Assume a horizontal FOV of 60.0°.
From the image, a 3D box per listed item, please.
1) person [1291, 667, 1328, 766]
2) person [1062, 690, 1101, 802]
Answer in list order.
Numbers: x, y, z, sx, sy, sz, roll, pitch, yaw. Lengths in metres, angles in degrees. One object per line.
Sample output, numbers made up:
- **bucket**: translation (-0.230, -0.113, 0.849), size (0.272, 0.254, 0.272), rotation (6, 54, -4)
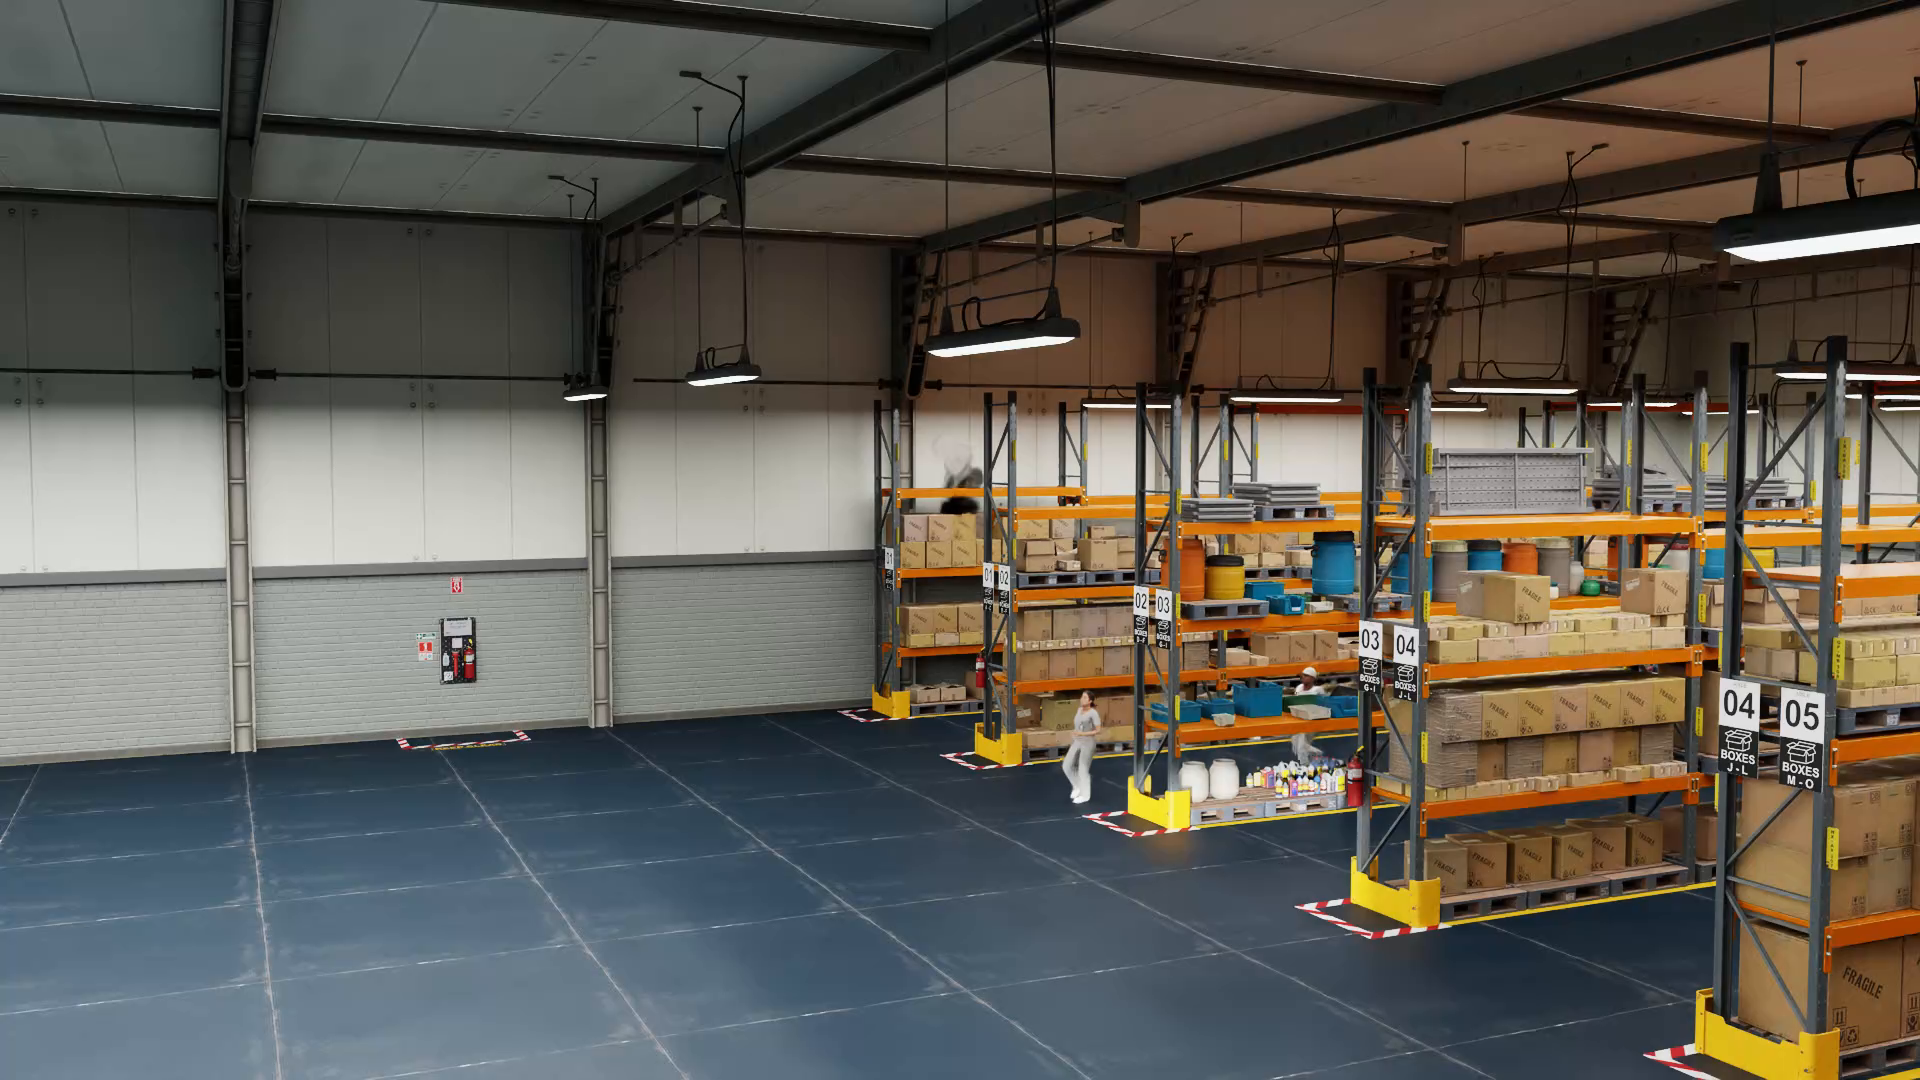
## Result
- **person**: translation (5.358, 2.816, 25.477), size (0.689, 1.743, 0.683), rotation (-2, 4, -32)
- **person**: translation (1.772, 2.970, 23.839), size (0.529, 1.647, 0.577), rotation (-3, 5, -44)
